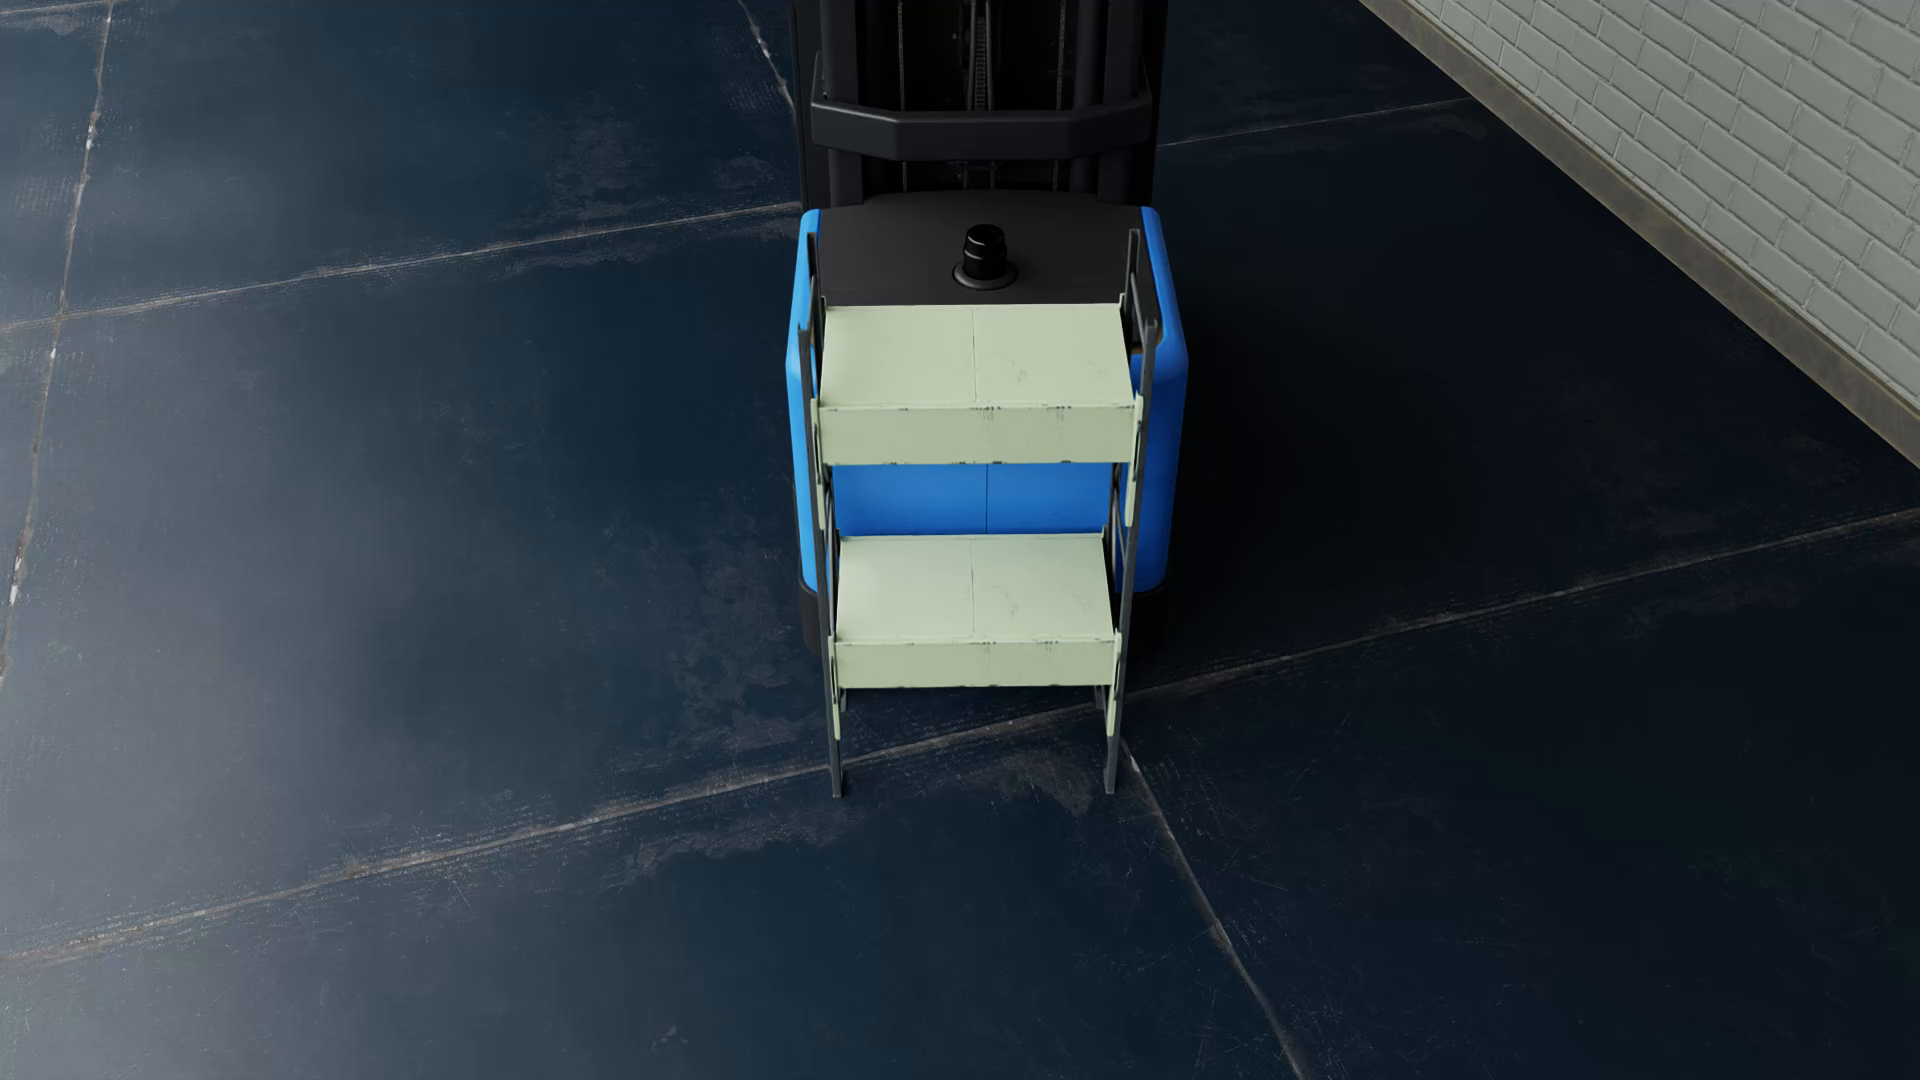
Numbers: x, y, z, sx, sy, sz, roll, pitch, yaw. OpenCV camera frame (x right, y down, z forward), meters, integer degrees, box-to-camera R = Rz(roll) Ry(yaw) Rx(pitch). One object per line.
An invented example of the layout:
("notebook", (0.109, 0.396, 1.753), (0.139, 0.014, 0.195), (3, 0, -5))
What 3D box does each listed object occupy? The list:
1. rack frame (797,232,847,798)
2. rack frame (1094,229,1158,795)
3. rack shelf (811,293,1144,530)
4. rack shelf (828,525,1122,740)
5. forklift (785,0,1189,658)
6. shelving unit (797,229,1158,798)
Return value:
("rack frame", (-0.332, -0.003, 4.113), (0.023, 1.500, 0.400), (-1, 41, -1))
("rack frame", (0.400, -0.011, 4.123), (0.023, 1.500, 0.400), (-1, 41, -1))
("rack shelf", (0.034, -0.301, 3.861), (0.720, 0.370, 0.431), (-1, 41, -1))
("rack shelf", (0.034, 0.238, 4.333), (0.720, 0.370, 0.431), (-1, 41, -1))
("forklift", (0.047, -1.705, 4.974), (1.130, 2.935, 3.031), (-1, 41, -1))
("shelving unit", (0.034, -0.007, 4.118), (0.755, 1.500, 0.431), (-1, 41, -1))
